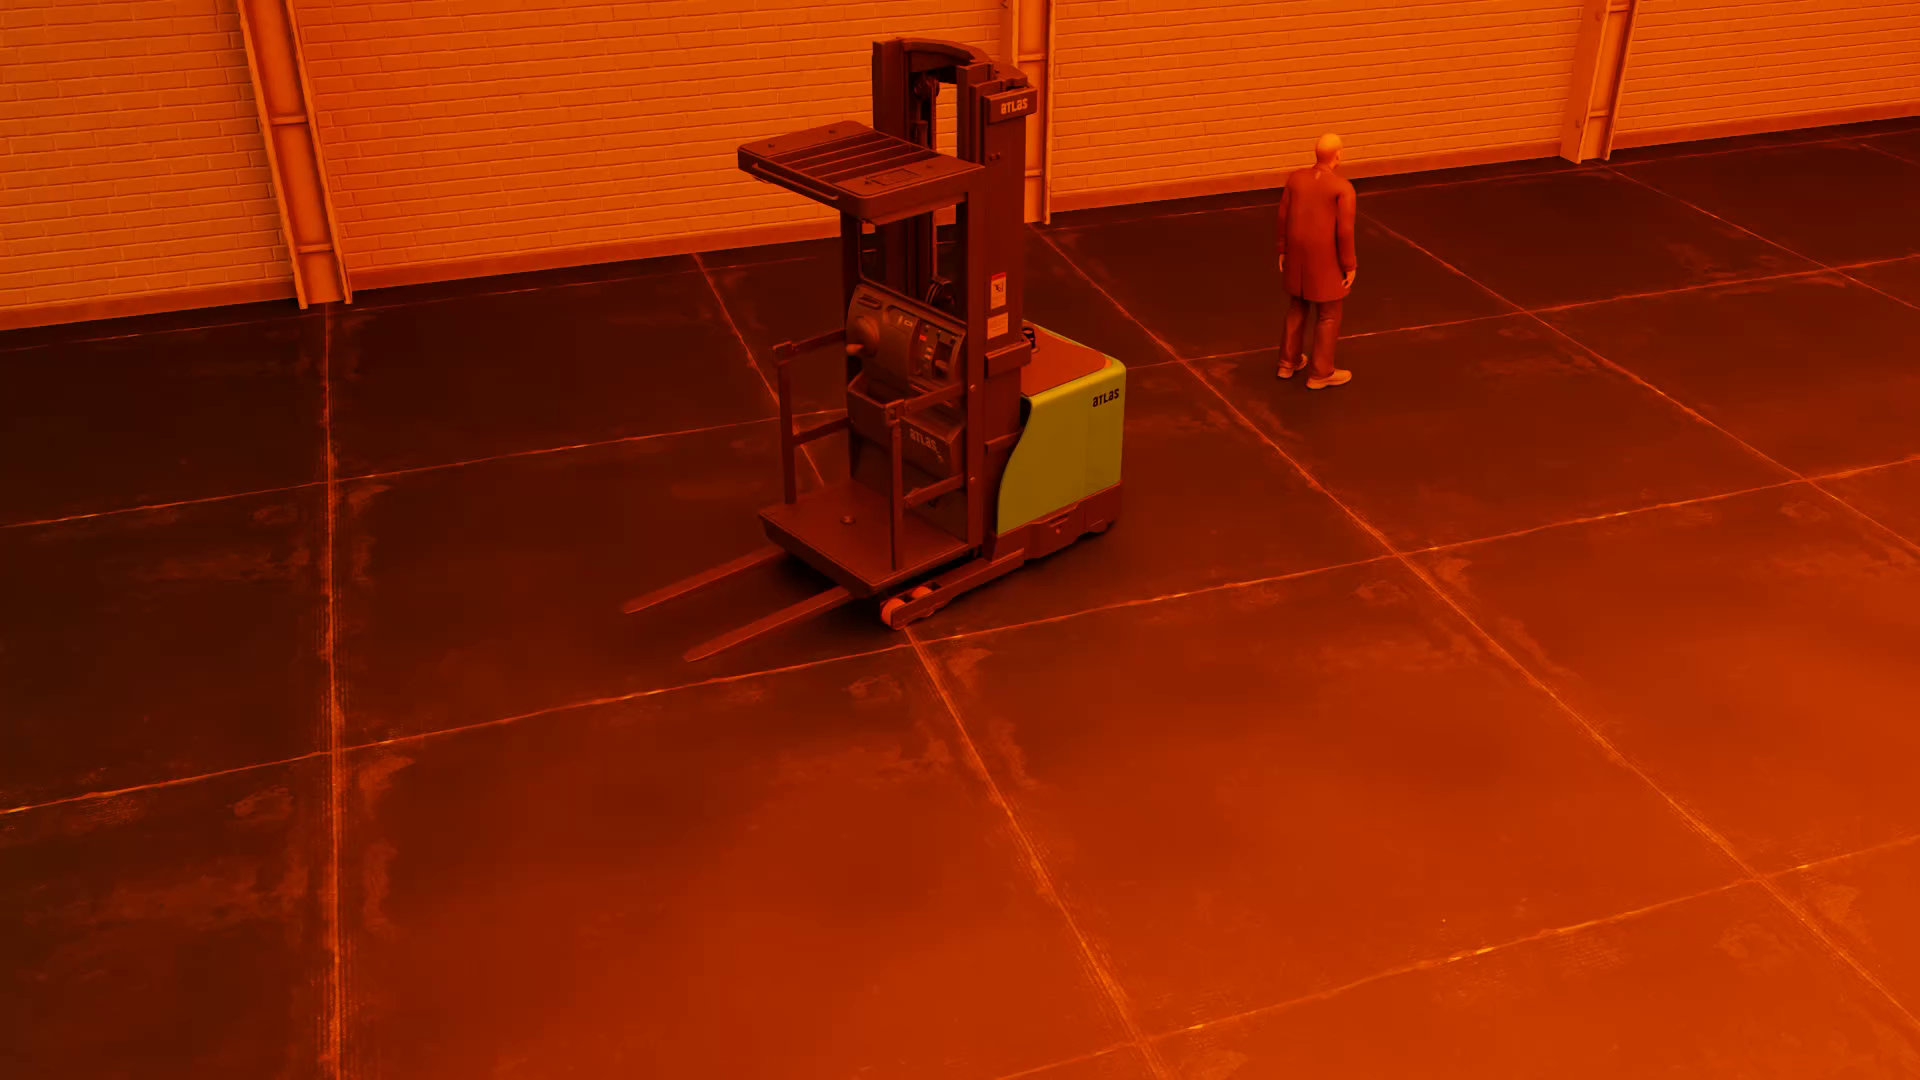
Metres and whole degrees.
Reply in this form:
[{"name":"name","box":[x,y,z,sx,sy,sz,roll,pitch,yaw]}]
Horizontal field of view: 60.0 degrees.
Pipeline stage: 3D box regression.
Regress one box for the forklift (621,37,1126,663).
[{"name":"forklift","box":[-0.461,-1.072,8.951,3.031,2.935,1.130,-23,37,-34]}]

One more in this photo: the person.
[{"name":"person","box":[2.496,-1.959,11.653,0.436,1.772,0.644,-26,39,-38]}]
